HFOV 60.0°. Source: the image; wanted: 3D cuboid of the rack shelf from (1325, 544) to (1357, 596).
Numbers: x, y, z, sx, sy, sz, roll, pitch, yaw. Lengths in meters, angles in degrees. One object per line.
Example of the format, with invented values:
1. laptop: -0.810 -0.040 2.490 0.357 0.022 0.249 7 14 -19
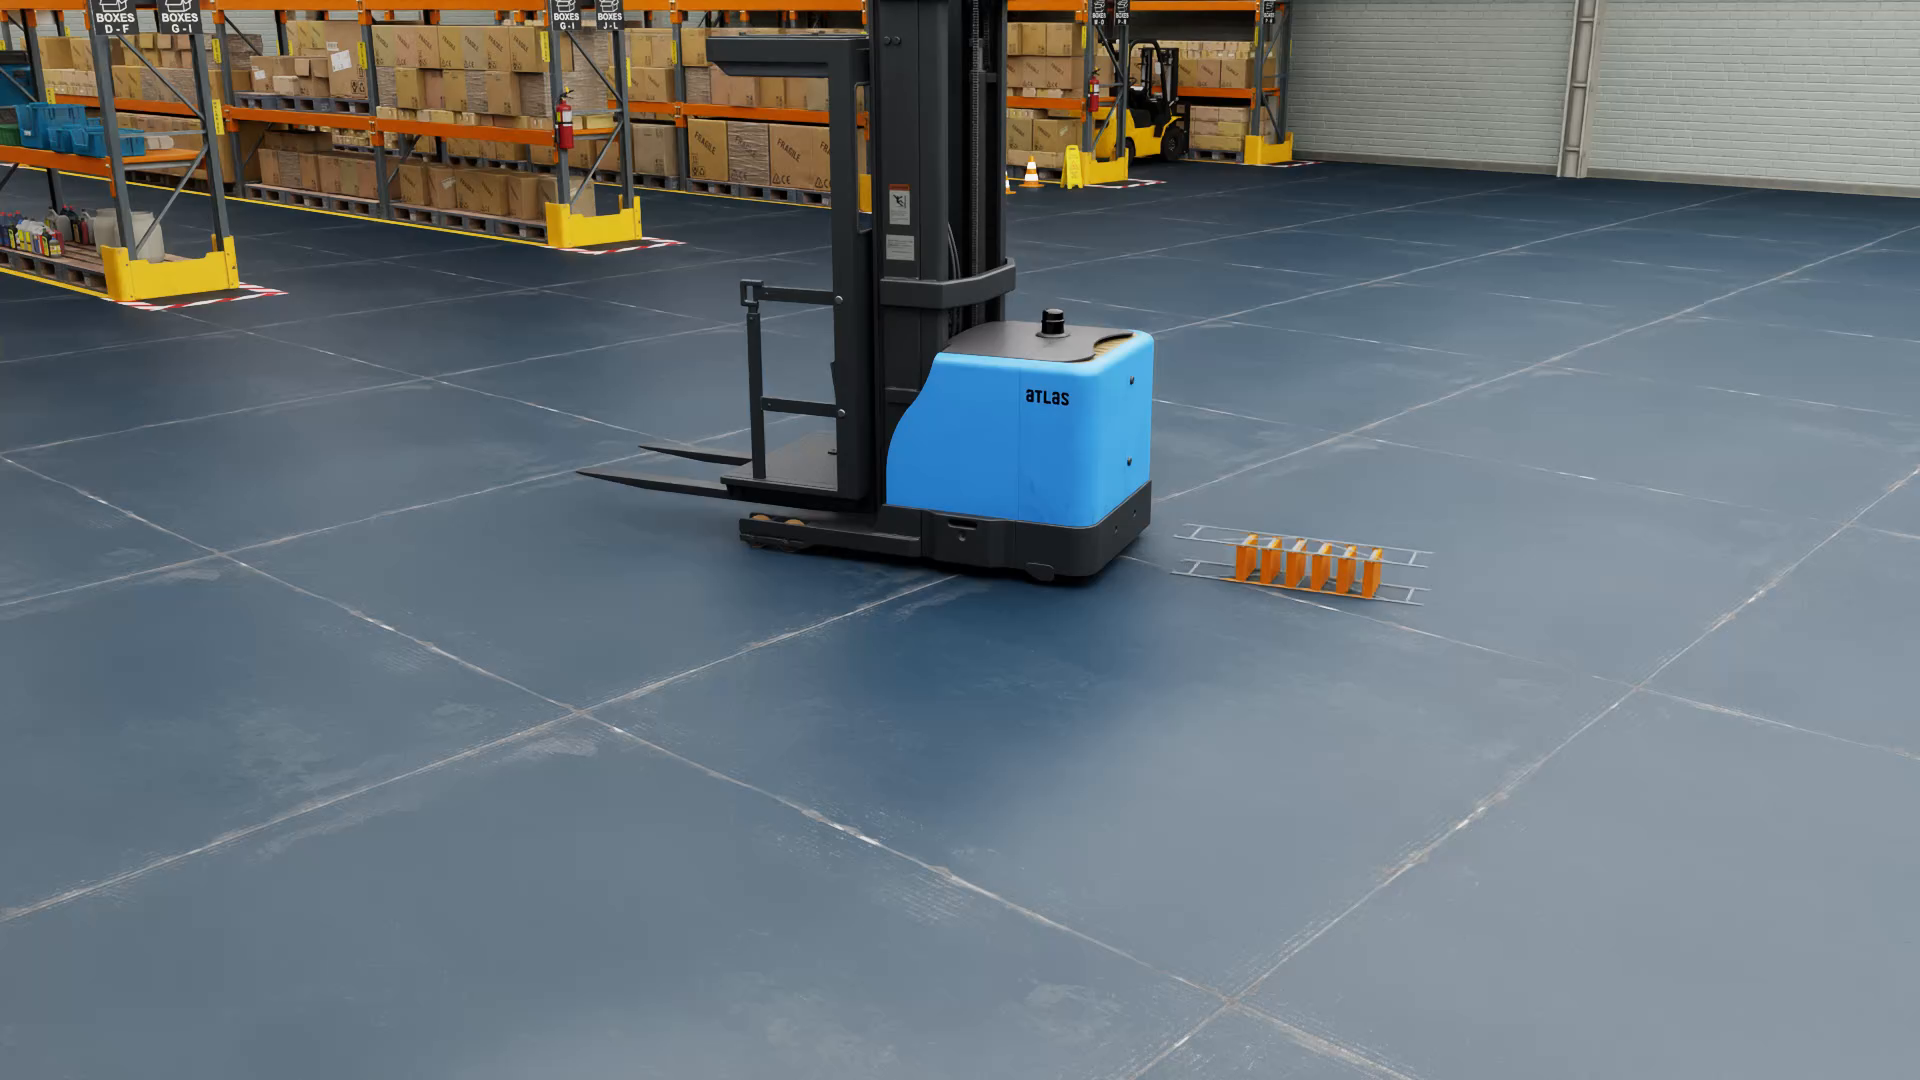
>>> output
1. rack shelf: 1.807 0.135 7.866 0.103 0.180 0.258 7 19 22

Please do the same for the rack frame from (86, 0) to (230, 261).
1. rack frame: -7.561 -3.838 15.745 0.127 3.000 1.000 15 23 39

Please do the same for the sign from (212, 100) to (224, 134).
1. sign: -7.193 -4.093 16.093 0.005 0.325 0.100 15 23 39

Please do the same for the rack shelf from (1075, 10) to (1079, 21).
1. rack shelf: 1.108 -10.616 33.333 4.000 0.370 1.077 15 23 39

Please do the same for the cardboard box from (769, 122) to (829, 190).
1. cardboard box: -2.116 -5.545 23.943 0.875 0.875 0.875 15 23 38

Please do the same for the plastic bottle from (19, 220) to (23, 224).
1. plastic bottle: -10.036 -3.292 17.810 0.097 0.271 0.097 0 18 0

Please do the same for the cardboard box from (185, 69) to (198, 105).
1. cardboard box: -11.160 -6.757 24.778 0.500 0.500 0.500 15 23 39

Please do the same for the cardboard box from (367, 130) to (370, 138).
1. cardboard box: -10.873 -7.618 31.183 0.250 0.149 0.380 15 23 40

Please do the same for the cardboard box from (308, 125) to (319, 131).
1. cardboard box: -12.484 -8.025 32.466 0.250 0.149 0.380 15 23 39

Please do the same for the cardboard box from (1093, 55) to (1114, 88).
1. cardboard box: 2.134 -7.548 26.778 0.500 0.500 0.500 15 23 38

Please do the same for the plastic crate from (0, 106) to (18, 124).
1. plastic crate: -10.246 -4.477 17.863 0.504 0.338 0.767 15 23 39

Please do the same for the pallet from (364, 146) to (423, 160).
1. pallet: -10.407 -7.267 31.162 1.213 0.211 1.003 15 23 39

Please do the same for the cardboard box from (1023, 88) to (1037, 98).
1. cardboard box: 1.229 -7.234 26.863 0.250 0.149 0.380 16 23 40

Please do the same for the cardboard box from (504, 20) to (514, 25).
1. cardboard box: -9.581 -11.112 35.777 0.250 0.149 0.380 16 23 40

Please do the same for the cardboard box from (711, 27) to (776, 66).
1. cardboard box: -3.156 -7.283 24.570 0.550 0.550 0.875 15 23 39

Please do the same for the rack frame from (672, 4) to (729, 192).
1. rack frame: -3.898 -6.863 25.279 0.127 3.000 1.000 15 23 39

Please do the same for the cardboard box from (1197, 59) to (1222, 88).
1. cardboard box: 4.672 -8.517 30.326 0.500 0.500 0.500 16 24 41

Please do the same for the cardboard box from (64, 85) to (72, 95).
1. cardboard box: -14.656 -7.493 27.678 0.250 0.149 0.380 15 23 38

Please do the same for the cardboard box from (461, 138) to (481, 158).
1. cardboard box: -8.347 -6.956 29.008 0.500 0.500 0.500 14 22 37

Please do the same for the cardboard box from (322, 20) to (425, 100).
1. cardboard box: -7.767 -6.439 22.255 1.000 1.000 1.000 15 23 40

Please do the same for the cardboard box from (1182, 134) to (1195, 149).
1. cardboard box: 4.301 -7.441 30.951 0.500 0.250 0.500 15 23 40

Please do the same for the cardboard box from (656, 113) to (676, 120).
1. cardboard box: -5.474 -8.511 33.290 0.875 0.875 0.875 16 24 41

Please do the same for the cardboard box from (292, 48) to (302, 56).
1. cardboard box: -12.721 -9.309 32.330 0.500 0.500 0.500 16 24 42

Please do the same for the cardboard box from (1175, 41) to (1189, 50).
1. cardboard box: 4.167 -9.081 30.536 0.250 0.149 0.380 16 23 40

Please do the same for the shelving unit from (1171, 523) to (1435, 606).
1. shelving unit: 1.627 0.112 7.939 1.200 0.189 0.258 7 19 22

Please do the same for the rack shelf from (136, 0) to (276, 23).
1. rack shelf: -11.753 -8.053 25.258 4.000 0.370 1.077 15 23 39

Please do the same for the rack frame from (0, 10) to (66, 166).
1. rack frame: -16.241 -8.171 29.399 0.127 3.000 1.000 15 23 39

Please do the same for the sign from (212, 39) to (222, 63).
1. sign: -10.623 -6.990 23.765 0.005 0.325 0.100 15 23 39

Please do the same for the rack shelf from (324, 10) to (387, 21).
1. rack shelf: -11.377 -9.958 31.261 4.000 0.370 1.077 15 23 39

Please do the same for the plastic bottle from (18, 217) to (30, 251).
1. plastic bottle: -9.766 -3.209 17.415 0.185 0.351 0.144 15 23 39

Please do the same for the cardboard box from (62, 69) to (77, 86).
1. cardboard box: -14.524 -7.673 27.587 0.500 0.250 0.500 16 23 40

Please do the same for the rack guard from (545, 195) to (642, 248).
1. rack guard: -4.331 -3.782 19.702 0.348 0.500 1.175 15 23 39

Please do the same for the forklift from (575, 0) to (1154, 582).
1. forklift: -0.575 -1.472 8.404 3.031 2.935 1.130 7 19 22

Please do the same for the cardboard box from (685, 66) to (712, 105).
1. cardboard box: -3.614 -6.863 25.031 0.550 0.550 0.875 15 23 39

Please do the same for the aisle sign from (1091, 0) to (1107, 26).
1. aisle sign: 2.158 -8.361 25.702 0.004 0.787 0.394 15 23 39

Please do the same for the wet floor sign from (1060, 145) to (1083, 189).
1. wet floor sign: 1.736 -5.798 25.814 0.267 0.644 0.232 -9 20 -27

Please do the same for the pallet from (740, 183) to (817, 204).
1. pallet: -2.464 -5.119 24.392 1.213 0.211 1.003 15 23 39

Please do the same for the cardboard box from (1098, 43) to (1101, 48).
1. cardboard box: 2.646 -9.495 31.841 0.250 0.149 0.380 16 23 40

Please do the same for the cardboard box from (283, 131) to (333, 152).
1. cardboard box: -9.333 -5.708 23.805 0.500 0.250 0.500 -15 23 -40

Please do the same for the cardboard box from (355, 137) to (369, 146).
1. cardboard box: -11.175 -7.520 31.368 0.250 0.149 0.380 15 23 39

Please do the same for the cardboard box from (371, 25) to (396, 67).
1. cardboard box: -7.098 -6.280 21.130 0.500 0.500 0.500 15 23 39

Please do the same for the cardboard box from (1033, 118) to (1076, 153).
1. cardboard box: 1.532 -6.549 26.901 0.500 0.500 0.500 15 23 40

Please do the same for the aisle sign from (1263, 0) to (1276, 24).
1. aisle sign: 5.450 -9.484 29.238 0.004 0.787 0.394 15 23 39

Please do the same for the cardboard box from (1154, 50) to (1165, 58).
1. cardboard box: 3.811 -9.046 30.918 0.250 0.149 0.380 14 23 38

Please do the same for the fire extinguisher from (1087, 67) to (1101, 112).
1. fire extinguisher: 2.084 -7.036 25.952 0.183 0.674 0.296 15 23 39

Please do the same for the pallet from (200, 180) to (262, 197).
1. pallet: -10.797 -5.411 25.312 1.213 0.211 1.003 15 23 39

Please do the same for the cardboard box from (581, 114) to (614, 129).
1. cardboard box: -4.329 -4.950 19.664 0.250 0.149 0.380 15 23 39

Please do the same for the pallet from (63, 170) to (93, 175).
1. pallet: -14.683 -6.454 28.599 1.213 0.211 1.003 15 23 39

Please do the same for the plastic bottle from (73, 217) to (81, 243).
1. plastic bottle: -9.544 -3.360 18.003 0.133 0.283 0.061 15 23 39

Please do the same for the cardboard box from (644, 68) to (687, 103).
1. cardboard box: -4.465 -6.955 25.403 0.500 0.500 0.500 15 23 39

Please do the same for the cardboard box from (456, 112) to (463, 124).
1. cardboard box: -5.956 -5.192 20.429 0.250 0.149 0.380 15 23 39

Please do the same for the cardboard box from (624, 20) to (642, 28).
1. cardboard box: -6.735 -10.565 34.053 0.250 0.149 0.380 15 23 38

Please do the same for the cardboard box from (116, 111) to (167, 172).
1. cardboard box: -12.757 -6.431 26.735 0.875 0.875 1.225 15 23 39
